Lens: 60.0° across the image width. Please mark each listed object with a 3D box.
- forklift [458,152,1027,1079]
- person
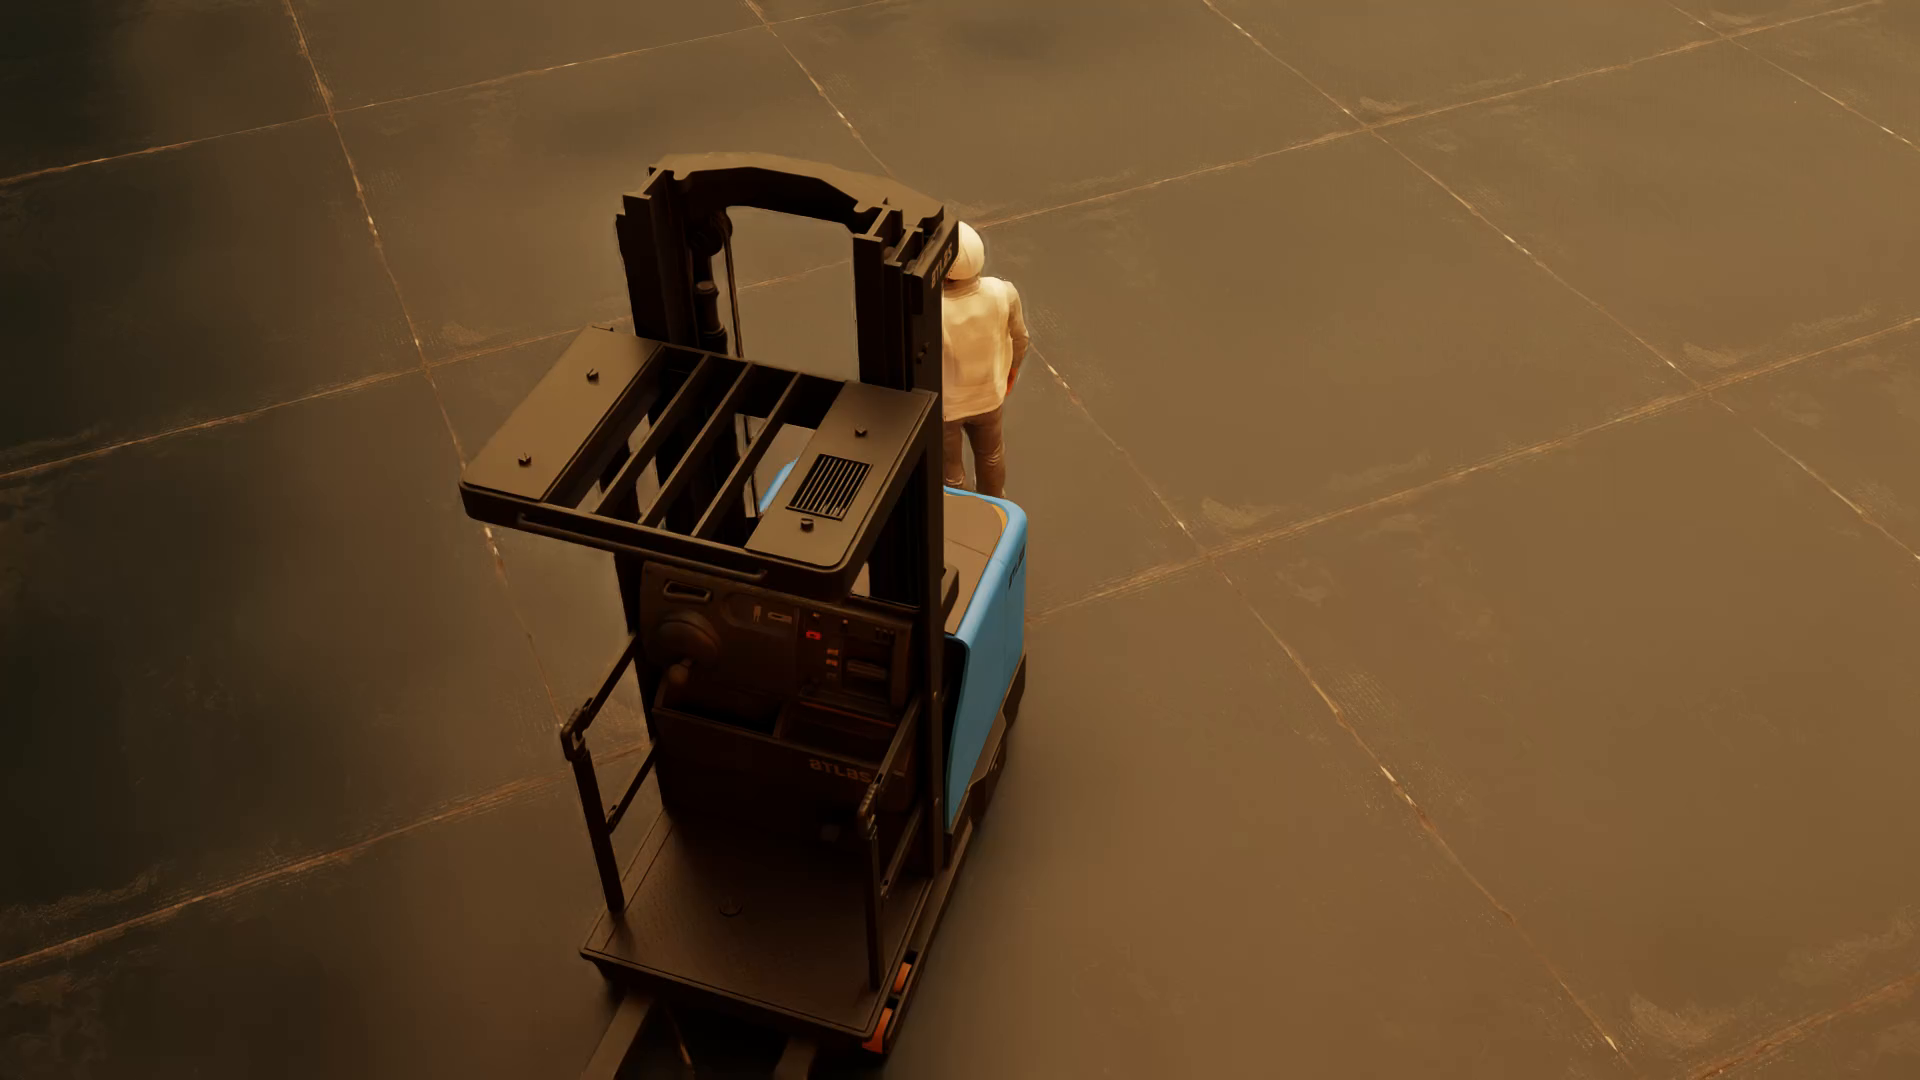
[{"bbox_3d":[-0.669,0.425,5.225,1.130,2.935,3.031,13,44,13],"label":"forklift"},{"bbox_3d":[-0.031,-0.693,7.264,0.647,1.773,0.563,-17,46,-18],"label":"person"}]
